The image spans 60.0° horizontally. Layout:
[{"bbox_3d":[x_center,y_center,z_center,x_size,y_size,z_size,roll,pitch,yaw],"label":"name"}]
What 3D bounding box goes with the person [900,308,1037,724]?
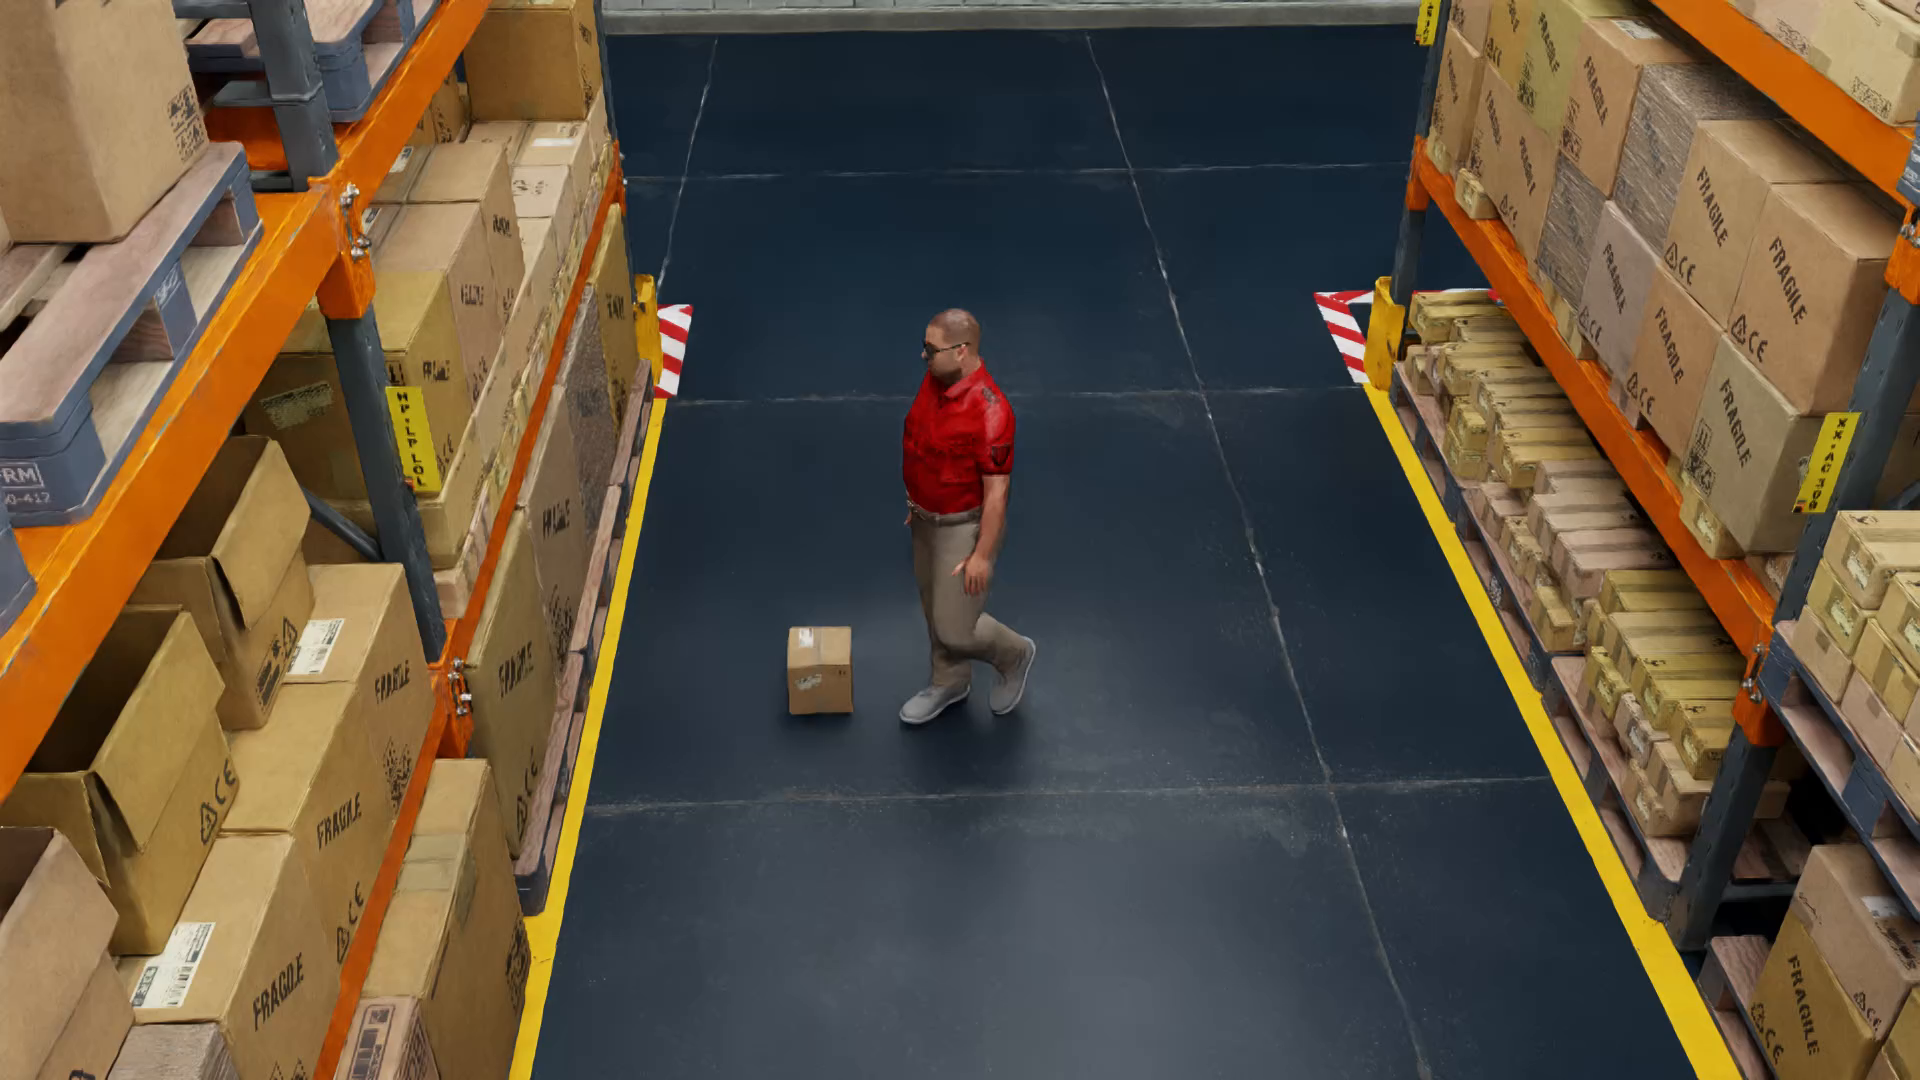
[{"bbox_3d":[0.014,-0.061,6.233,0.564,1.734,0.577,-18,39,-24],"label":"person"}]
